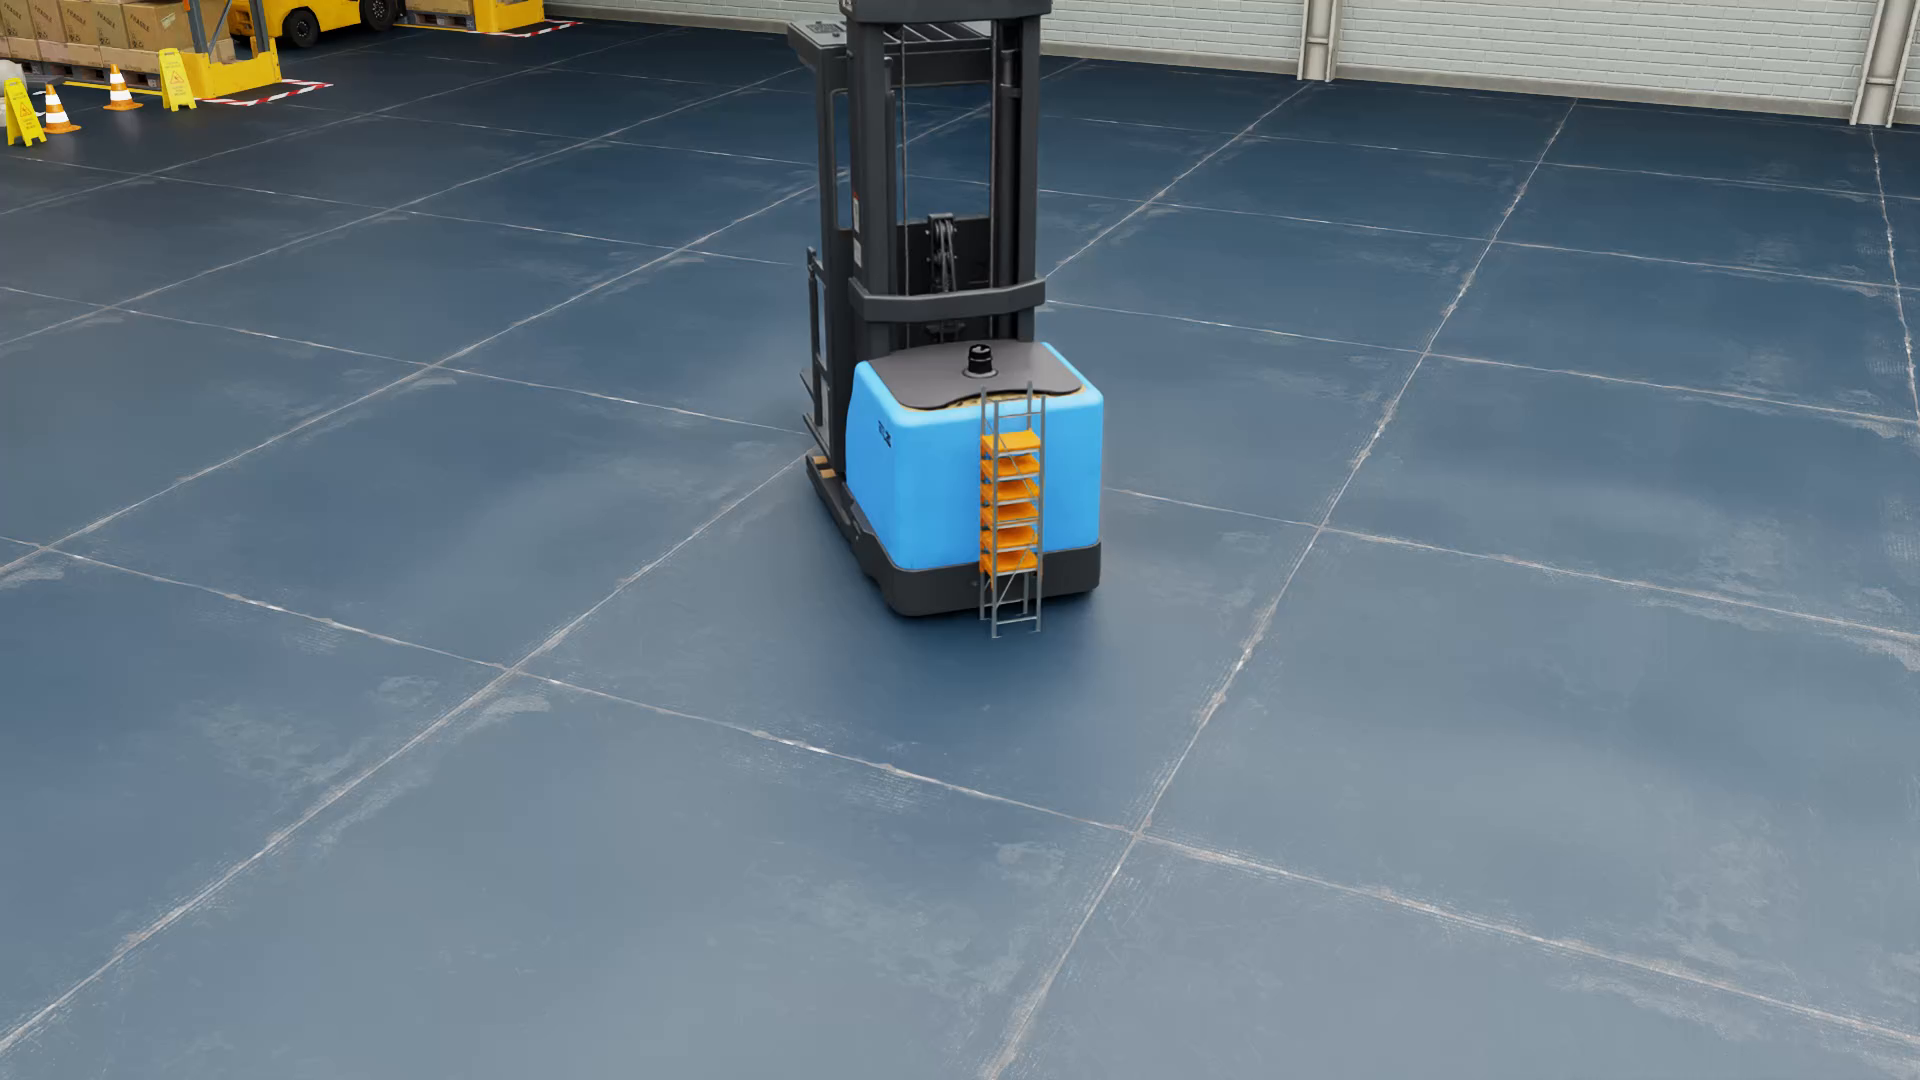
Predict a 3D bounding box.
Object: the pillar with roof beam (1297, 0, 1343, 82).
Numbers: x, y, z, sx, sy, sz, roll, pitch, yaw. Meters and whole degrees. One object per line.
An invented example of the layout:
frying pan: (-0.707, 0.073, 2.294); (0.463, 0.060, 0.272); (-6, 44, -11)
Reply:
pillar with roof beam: (2.515, -7.874, 14.556); (0.400, 9.000, 9.100); (11, 28, 22)

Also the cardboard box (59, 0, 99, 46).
cardboard box: (-10.188, -6.144, 19.621); (0.500, 0.500, 0.500); (11, 28, 21)

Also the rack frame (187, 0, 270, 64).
rack frame: (-8.417, -6.622, 18.803); (0.127, 3.000, 1.000); (11, 28, 22)

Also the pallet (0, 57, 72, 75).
pallet: (-11.433, -5.993, 20.684); (1.213, 0.211, 1.003); (11, 28, 22)

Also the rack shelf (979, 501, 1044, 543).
rack shelf: (0.237, -0.087, 7.669); (0.258, 0.103, 0.180); (-8, 27, -15)

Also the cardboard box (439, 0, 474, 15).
cardboard box: (-6.925, -7.532, 23.290); (0.500, 0.250, 0.500); (12, 28, 22)

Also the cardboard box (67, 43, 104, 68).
cardboard box: (-10.212, -5.807, 19.787); (0.500, 0.250, 0.500); (10, 28, 20)

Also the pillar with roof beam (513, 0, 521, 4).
pillar with roof beam: (-8.409, -10.068, 19.012); (0.400, 9.000, 9.100); (11, 28, 22)

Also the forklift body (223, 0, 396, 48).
forklift body: (-8.848, -7.851, 22.260); (1.214, 2.155, 2.313); (11, 28, 22)

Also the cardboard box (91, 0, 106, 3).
cardboard box: (-9.844, -6.333, 19.271); (0.250, 0.149, 0.380); (12, 29, 23)

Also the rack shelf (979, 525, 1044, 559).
rack shelf: (0.237, 0.020, 7.722); (0.258, 0.103, 0.180); (-8, 27, -15)

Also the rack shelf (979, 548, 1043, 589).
rack shelf: (0.237, 0.128, 7.775); (0.258, 0.103, 0.180); (-8, 27, -15)

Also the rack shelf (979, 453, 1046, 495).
rack shelf: (0.237, -0.303, 7.563); (0.258, 0.103, 0.180); (-8, 27, -15)

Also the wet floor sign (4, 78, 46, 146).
wet floor sign: (-9.529, -4.347, 16.850); (0.232, 0.644, 0.267); (6, 27, 13)

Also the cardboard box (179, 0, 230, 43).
cardboard box: (-9.059, -6.176, 19.686); (0.500, 0.500, 0.500); (10, 28, 20)

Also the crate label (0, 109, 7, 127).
crate label: (-10.234, -4.508, 17.750); (0.298, 0.136, 0.250); (-2, 26, -5)

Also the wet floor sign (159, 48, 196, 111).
wet floor sign: (-8.687, -5.100, 18.379); (0.232, 0.644, 0.267); (23, 35, 39)

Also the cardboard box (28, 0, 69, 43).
cardboard box: (-10.670, -6.239, 19.815); (0.500, 0.500, 0.500); (13, 29, 24)

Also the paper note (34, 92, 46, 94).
paper note: (-10.626, -5.183, 19.242); (0.148, 0.019, 0.142); (2, 26, 4)

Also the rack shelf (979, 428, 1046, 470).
rack shelf: (0.237, -0.410, 7.510); (0.258, 0.103, 0.180); (-8, 27, -15)

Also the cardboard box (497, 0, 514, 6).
cardboard box: (-6.732, -7.741, 23.715); (0.500, 0.250, 0.500); (11, 28, 22)

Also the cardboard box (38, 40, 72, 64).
cardboard box: (-10.659, -5.902, 19.980); (0.500, 0.250, 0.500); (11, 28, 21)

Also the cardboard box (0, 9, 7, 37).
cardboard box: (-11.633, -6.428, 20.198); (0.500, 0.500, 0.500); (13, 29, 24)

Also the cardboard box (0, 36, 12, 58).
cardboard box: (-11.633, -6.091, 20.364); (0.500, 0.250, 0.500); (10, 28, 19)

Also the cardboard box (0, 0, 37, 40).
cardboard box: (-11.141, -6.335, 20.009); (0.500, 0.500, 0.500); (13, 29, 24)

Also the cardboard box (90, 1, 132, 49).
cardboard box: (-9.731, -6.049, 19.428); (0.500, 0.500, 0.500); (12, 29, 24)

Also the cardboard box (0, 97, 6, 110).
cardboard box: (-10.446, -4.770, 18.270); (0.380, 0.149, 0.250); (-18, 31, -31)

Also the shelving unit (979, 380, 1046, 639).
shelving unit: (0.237, -0.127, 7.650); (0.258, 1.200, 0.189); (-8, 27, -15)

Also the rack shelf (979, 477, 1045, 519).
rack shelf: (0.237, -0.195, 7.616); (0.258, 0.103, 0.180); (-8, 27, -15)

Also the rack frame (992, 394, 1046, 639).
rack frame: (0.264, -0.088, 7.571); (0.240, 1.200, 0.006); (-8, 27, -15)

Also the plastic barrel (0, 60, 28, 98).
plastic barrel: (-10.924, -5.235, 18.903); (0.512, 0.421, 0.421); (-12, 29, -23)

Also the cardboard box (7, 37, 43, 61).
cardboard box: (-11.143, -5.998, 20.175); (0.500, 0.250, 0.500); (13, 29, 25)

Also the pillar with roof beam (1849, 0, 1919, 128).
pillar with roof beam: (7.977, -6.777, 12.328); (0.400, 9.000, 9.100); (11, 28, 22)

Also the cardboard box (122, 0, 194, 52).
cardboard box: (-9.255, -5.954, 19.237); (0.500, 0.500, 0.500); (12, 28, 22)

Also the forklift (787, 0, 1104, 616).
forklift: (-0.233, -1.586, 8.653); (1.130, 2.935, 3.031); (-8, 27, -15)

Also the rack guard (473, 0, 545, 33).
rack guard: (-6.344, -7.492, 23.402); (0.348, 0.500, 1.175); (11, 28, 22)

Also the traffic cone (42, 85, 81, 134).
traffic cone: (-9.493, -4.535, 17.437); (0.334, 0.463, 0.336); (11, 28, 22)

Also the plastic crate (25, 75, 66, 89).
plastic crate: (-10.969, -5.426, 19.681); (0.583, 0.080, 0.402); (2, 26, 4)

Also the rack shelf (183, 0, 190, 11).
rack shelf: (-10.238, -6.665, 19.705); (4.000, 0.370, 1.077); (11, 28, 22)

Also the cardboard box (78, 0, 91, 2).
cardboard box: (-10.083, -6.382, 19.370); (0.250, 0.149, 0.380); (13, 29, 24)

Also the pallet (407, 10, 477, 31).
pallet: (-7.080, -7.490, 23.724); (1.213, 0.211, 1.003); (11, 28, 22)

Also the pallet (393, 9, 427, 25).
pallet: (-8.186, -7.714, 24.178); (1.213, 0.211, 1.003); (11, 28, 22)

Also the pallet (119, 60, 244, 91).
pallet: (-9.212, -5.547, 19.778); (1.213, 0.211, 1.003); (11, 28, 22)

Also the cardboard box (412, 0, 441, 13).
cardboard box: (-7.373, -7.627, 23.482); (0.500, 0.250, 0.500); (11, 28, 22)

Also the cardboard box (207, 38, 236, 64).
cardboard box: (-9.037, -5.835, 19.843); (0.500, 0.250, 0.500); (11, 28, 21)

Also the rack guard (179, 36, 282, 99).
rack guard: (-8.487, -5.514, 19.384); (0.348, 0.500, 1.175); (11, 28, 22)

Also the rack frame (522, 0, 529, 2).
rack frame: (-6.366, -8.618, 22.859); (0.127, 3.000, 1.000); (11, 28, 22)

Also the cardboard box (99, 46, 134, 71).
cardboard box: (-9.733, -5.714, 19.597); (0.500, 0.250, 0.500); (11, 28, 22)

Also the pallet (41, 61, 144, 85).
pallet: (-10.318, -5.771, 20.232); (1.213, 0.211, 1.003); (11, 28, 22)

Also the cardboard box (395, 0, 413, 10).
cardboard box: (-7.825, -7.722, 23.675); (0.500, 0.250, 0.500); (12, 29, 22)

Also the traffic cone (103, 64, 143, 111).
traffic cone: (-9.343, -5.043, 18.470); (0.334, 0.463, 0.336); (11, 28, 22)

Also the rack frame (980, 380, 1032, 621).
rack frame: (0.210, -0.166, 7.728); (0.240, 1.200, 0.006); (-8, 27, -15)

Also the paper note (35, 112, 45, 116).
paper note: (-10.102, -4.662, 18.185); (0.142, 0.019, 0.148); (2, 26, 4)

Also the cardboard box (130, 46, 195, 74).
cardboard box: (-9.287, -5.620, 19.407); (0.500, 0.250, 0.500); (11, 28, 22)

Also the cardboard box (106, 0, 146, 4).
cardboard box: (-9.617, -6.286, 19.175); (0.250, 0.149, 0.380); (12, 29, 23)
